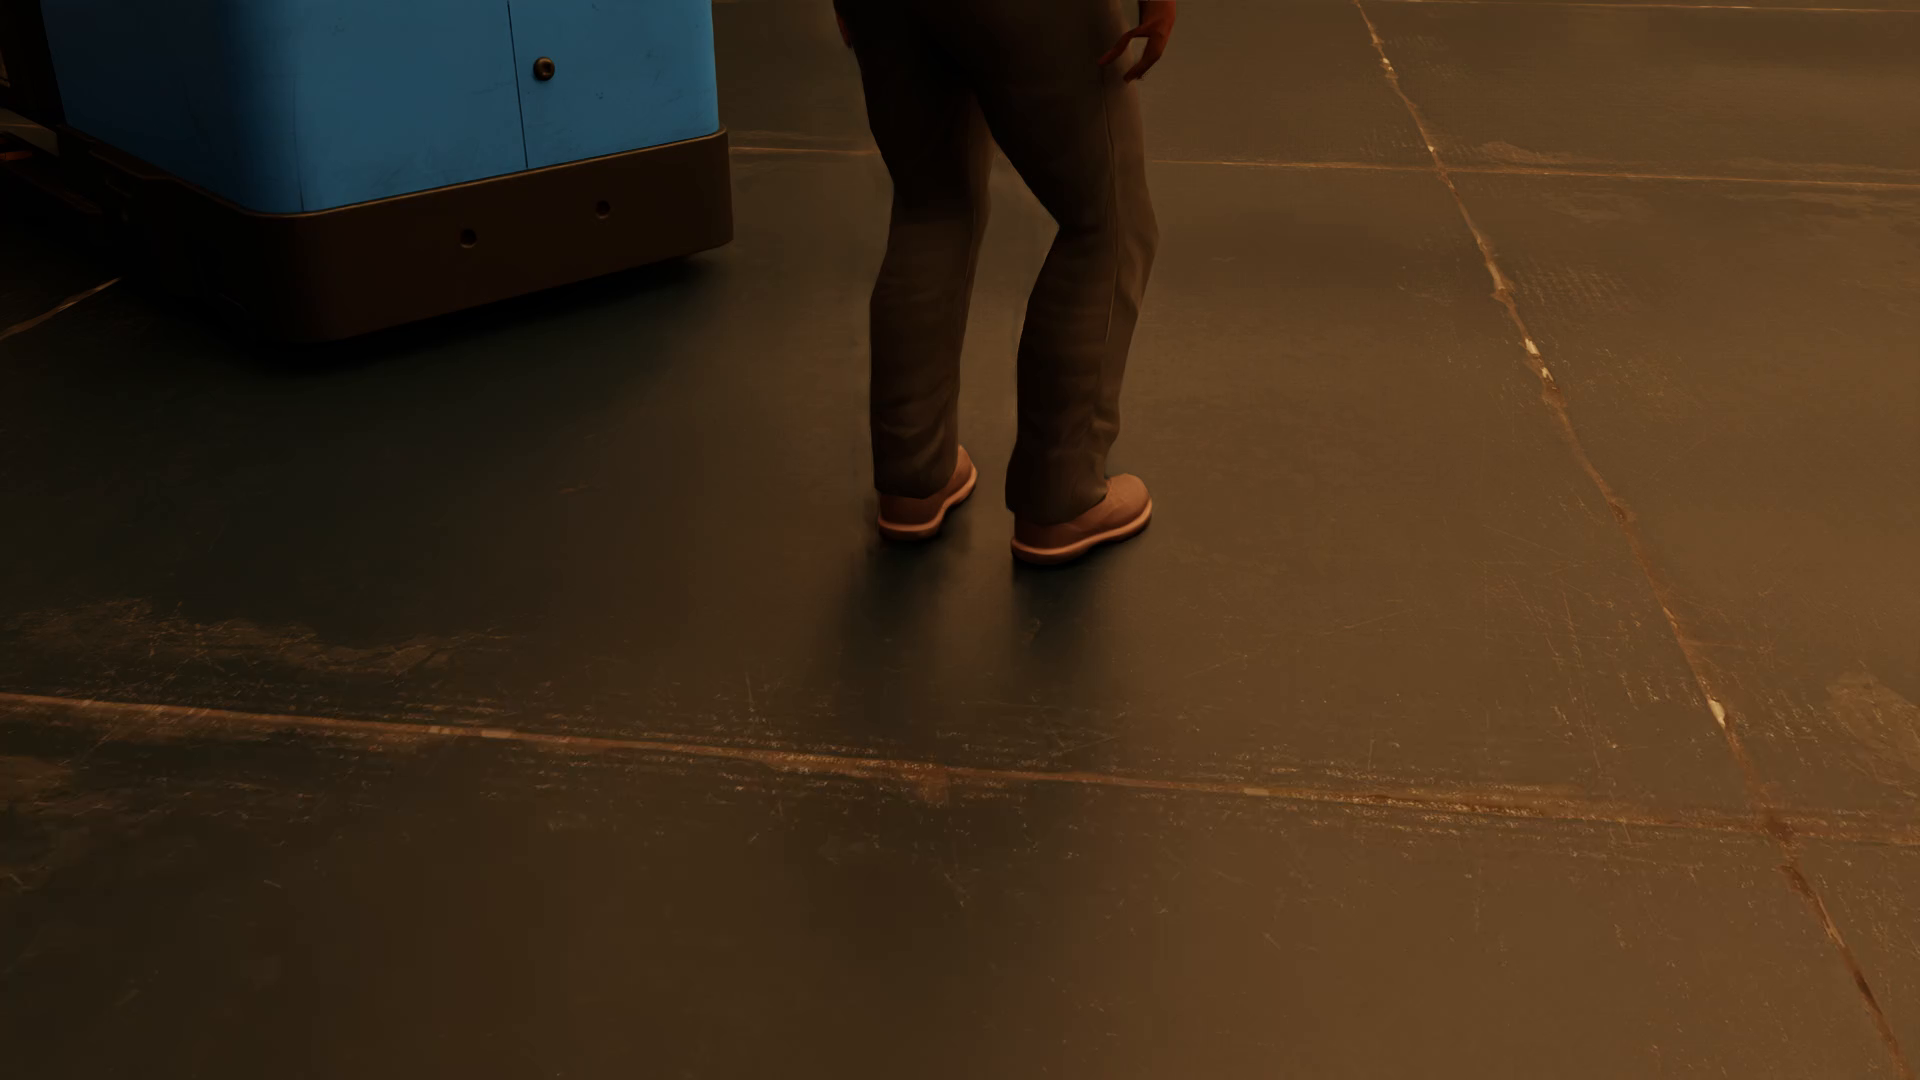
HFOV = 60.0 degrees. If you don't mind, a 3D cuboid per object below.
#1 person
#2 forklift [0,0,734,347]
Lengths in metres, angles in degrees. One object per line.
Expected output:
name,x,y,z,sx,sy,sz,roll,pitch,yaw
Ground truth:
person,0.058,-0.763,2.197,0.547,1.639,0.400,23,35,39
forklift,-1.882,-2.238,3.704,1.130,2.935,3.031,-23,35,-38
